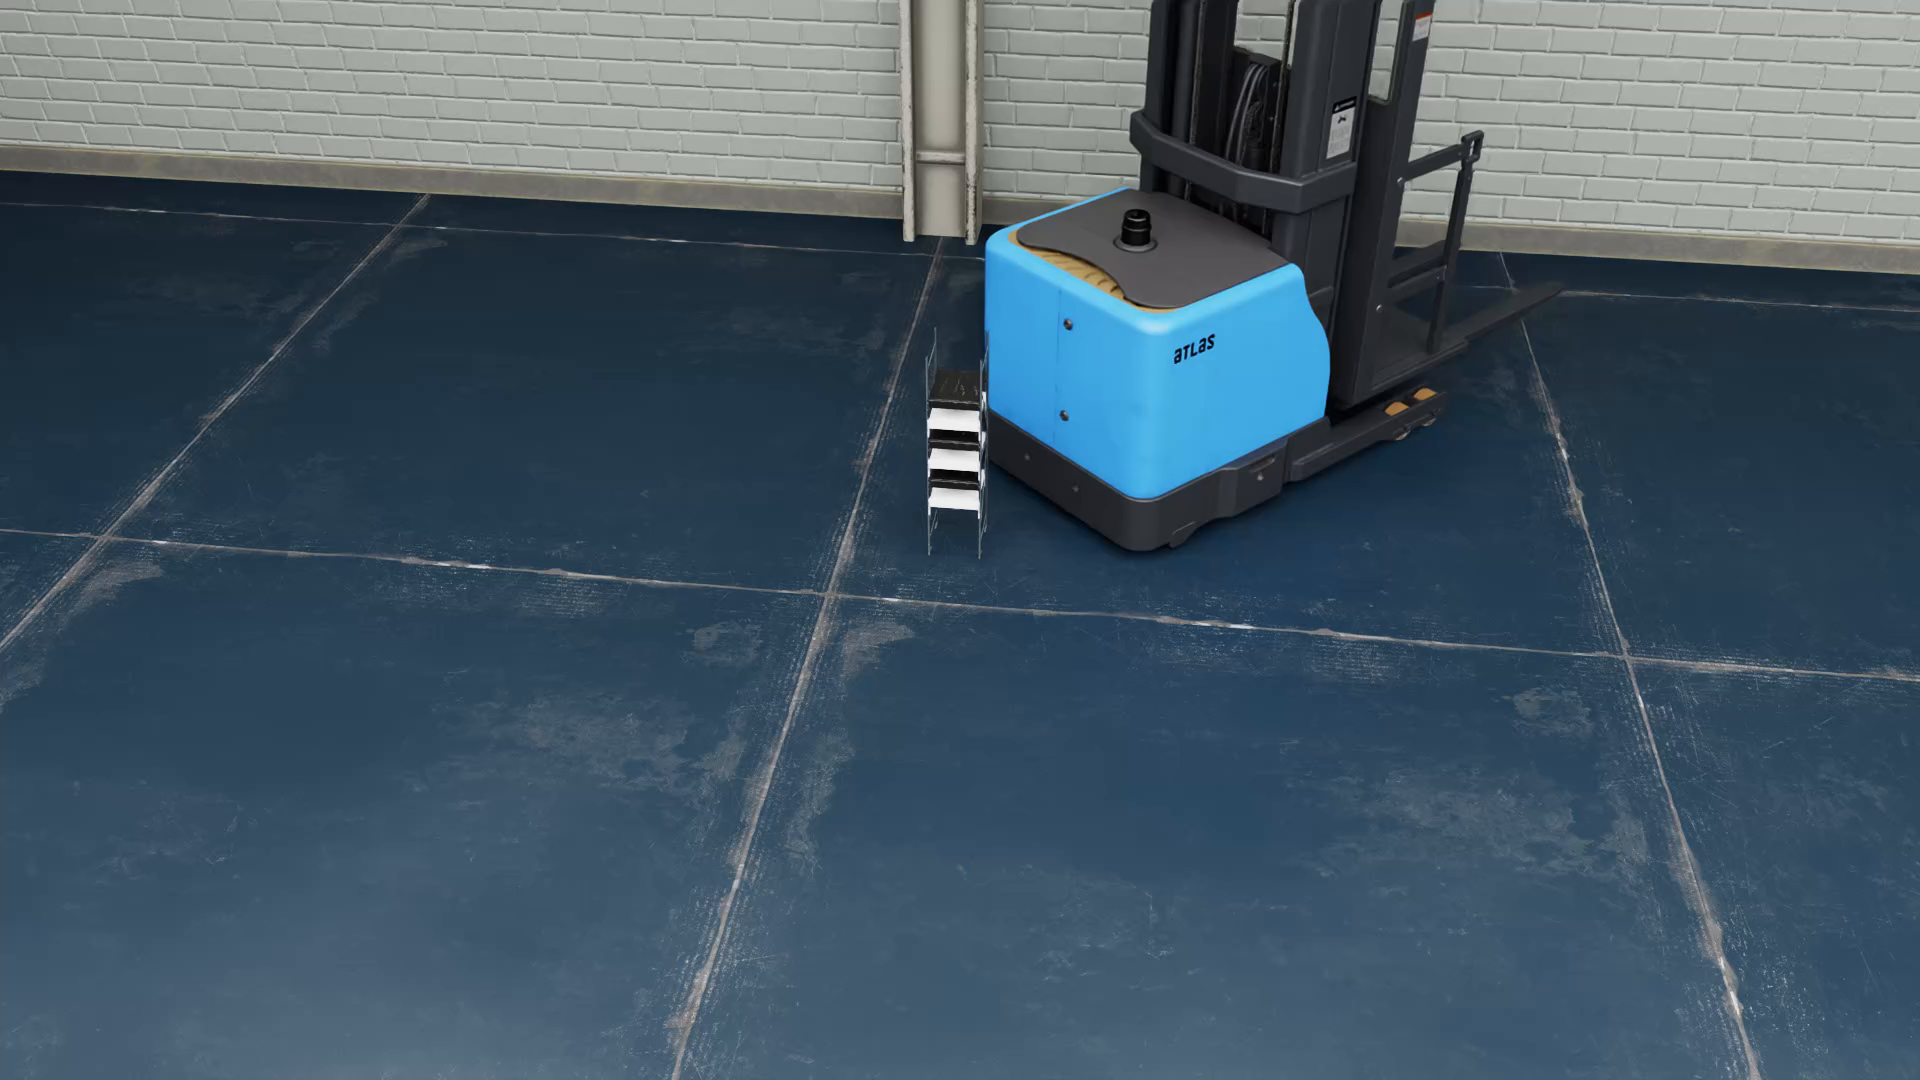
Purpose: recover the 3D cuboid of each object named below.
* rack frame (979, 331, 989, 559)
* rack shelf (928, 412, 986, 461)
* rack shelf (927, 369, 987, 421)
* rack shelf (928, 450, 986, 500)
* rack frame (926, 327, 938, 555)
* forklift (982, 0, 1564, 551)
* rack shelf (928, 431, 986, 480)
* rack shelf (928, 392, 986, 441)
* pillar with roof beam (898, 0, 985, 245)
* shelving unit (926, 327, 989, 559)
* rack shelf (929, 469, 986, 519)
[{"bbox_3d":[0.093,-0.359,6.479,0.006,0.900,0.240,4,36,6],"label":"rack frame"},{"bbox_3d":[-0.008,-0.413,6.457,0.200,0.077,0.258,4,36,6],"label":"rack shelf"},{"bbox_3d":[-0.008,-0.560,6.352,0.200,0.077,0.258,4,36,6],"label":"rack shelf"},{"bbox_3d":[-0.008,-0.267,6.561,0.200,0.077,0.258,4,36,6],"label":"rack shelf"},{"bbox_3d":[-0.109,-0.374,6.500,0.006,0.900,0.240,4,36,6],"label":"rack frame"},{"bbox_3d":[1.554,-1.851,6.821,3.031,2.935,1.130,-25,42,-31],"label":"forklift"},{"bbox_3d":[-0.008,-0.340,6.509,0.200,0.077,0.258,4,36,6],"label":"rack shelf"},{"bbox_3d":[-0.008,-0.486,6.404,0.200,0.077,0.258,4,36,6],"label":"rack shelf"},{"bbox_3d":[-0.639,-2.880,3.039,0.400,9.000,9.100,4,36,6],"label":"pillar with roof beam"},{"bbox_3d":[-0.008,-0.367,6.489,0.210,0.900,0.258,4,36,6],"label":"shelving unit"},{"bbox_3d":[-0.008,-0.193,6.613,0.200,0.077,0.258,4,36,6],"label":"rack shelf"}]
